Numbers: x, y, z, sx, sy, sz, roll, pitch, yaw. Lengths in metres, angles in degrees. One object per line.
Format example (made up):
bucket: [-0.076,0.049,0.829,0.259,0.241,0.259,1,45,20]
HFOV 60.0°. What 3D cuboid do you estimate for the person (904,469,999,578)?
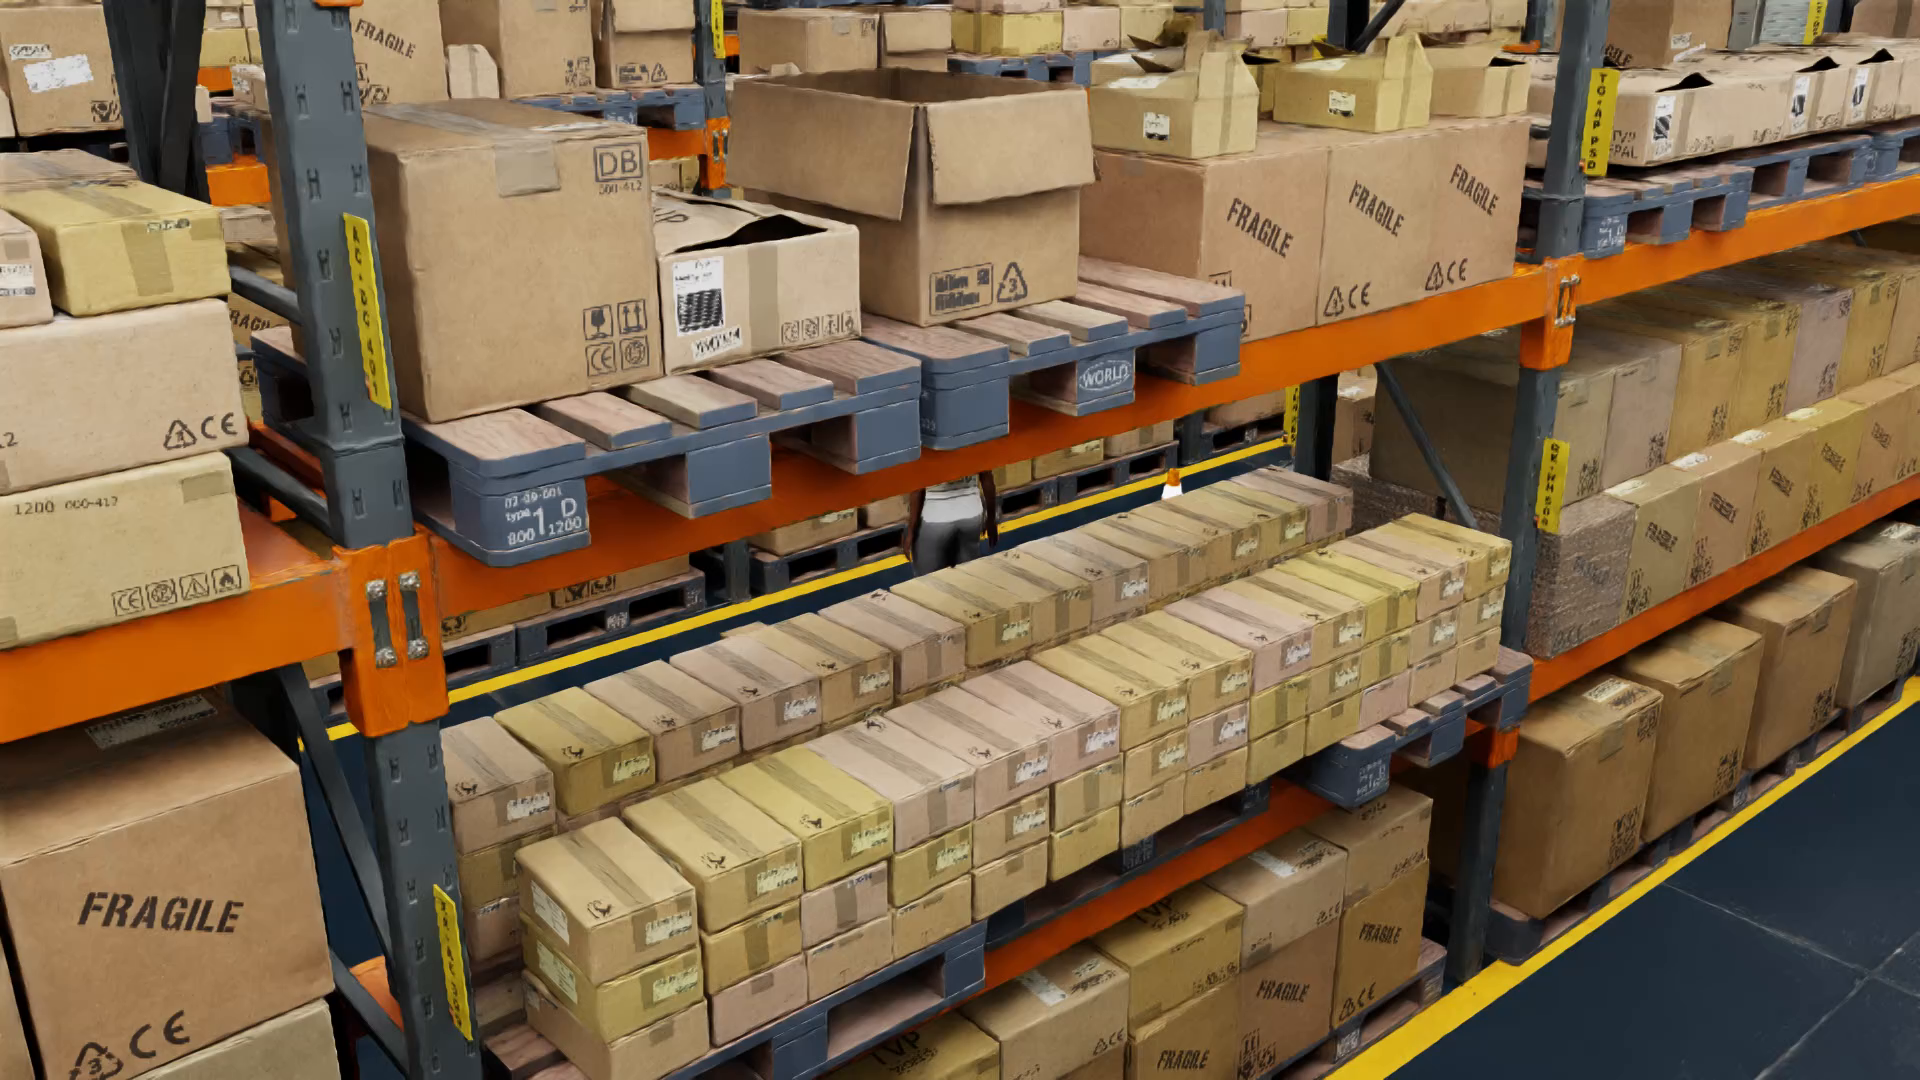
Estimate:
person: [-0.071,-0.098,8.756,0.556,1.685,0.384,-14,25,-31]
